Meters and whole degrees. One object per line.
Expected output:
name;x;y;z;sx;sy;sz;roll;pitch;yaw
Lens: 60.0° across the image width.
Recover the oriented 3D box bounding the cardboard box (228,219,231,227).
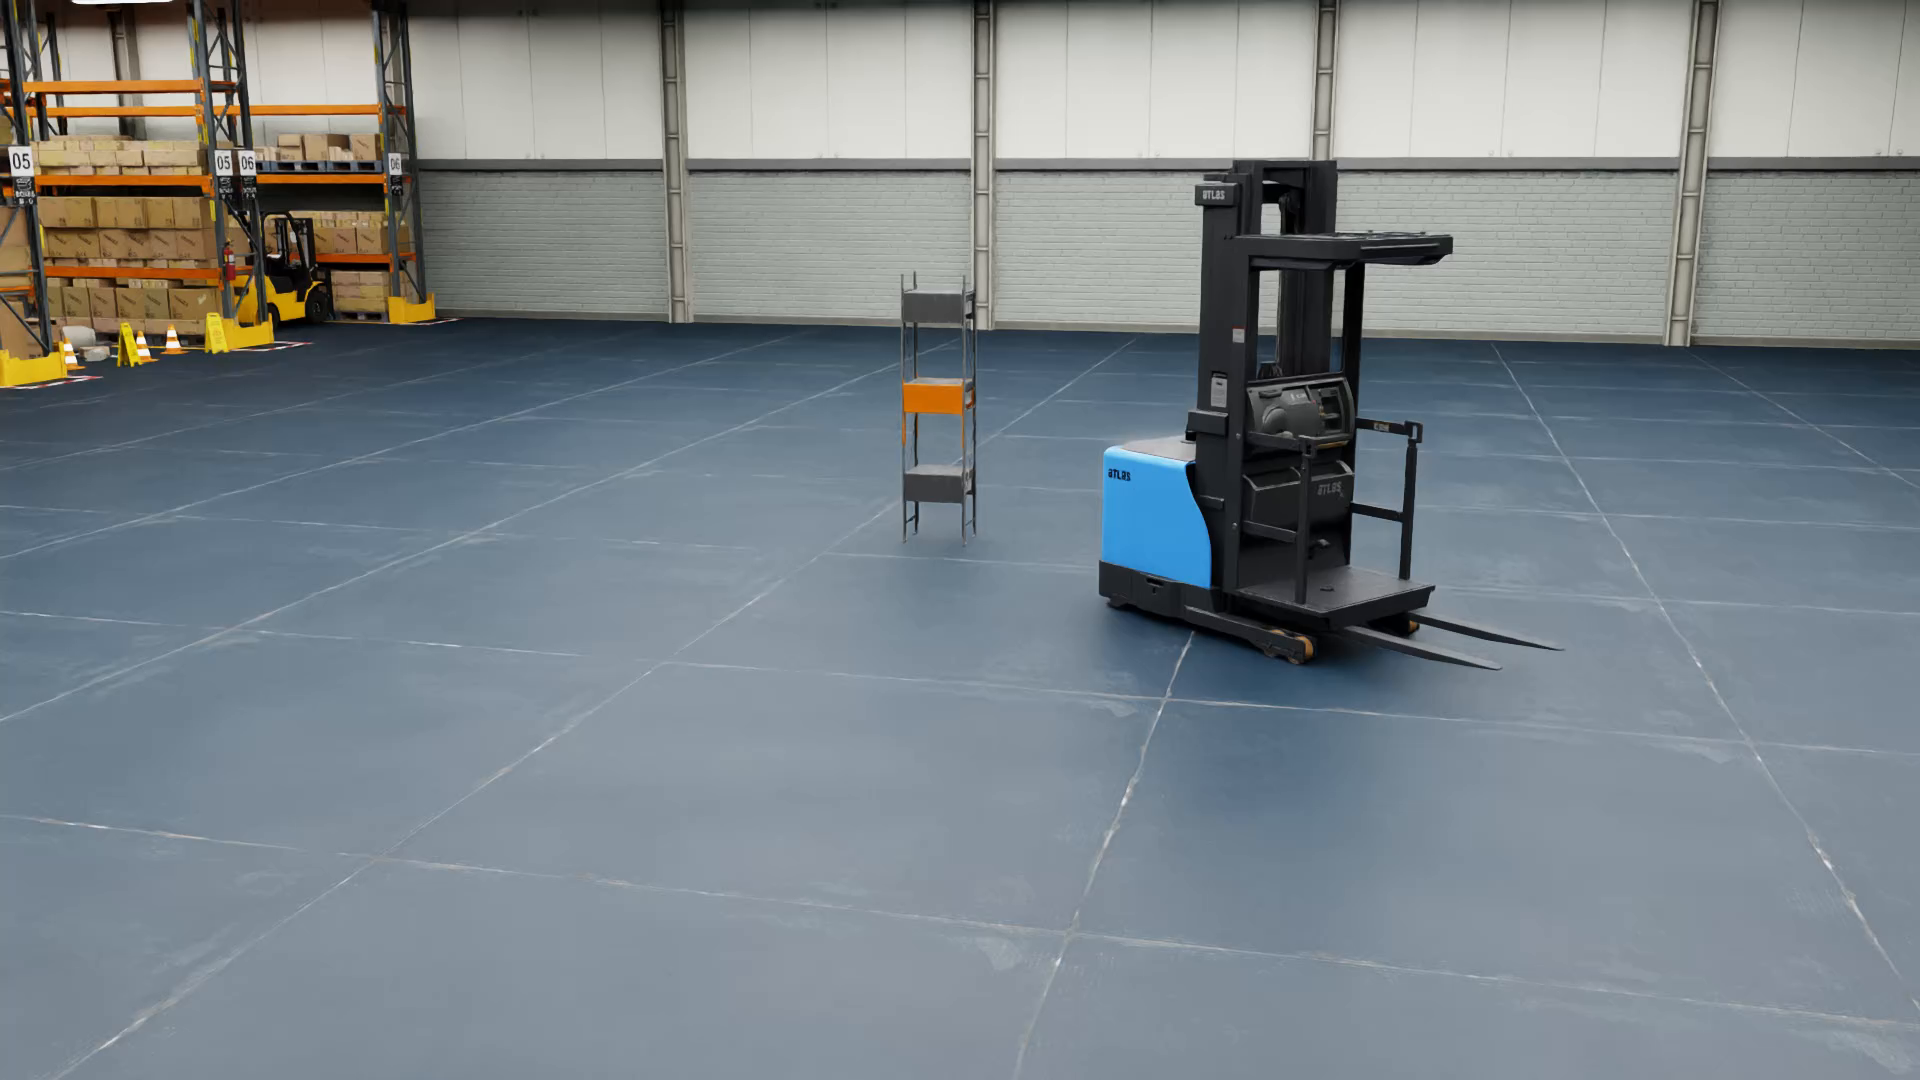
cardboard box;-14.403;-6.274;32.857;0.250;0.149;0.380;3;13;13

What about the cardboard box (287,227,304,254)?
cardboard box;-12.796;-5.871;32.538;0.500;0.500;0.500;3;13;14

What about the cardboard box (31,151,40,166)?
cardboard box;-15.473;-6.392;27.853;0.500;0.250;0.500;3;13;12

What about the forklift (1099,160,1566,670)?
forklift;2.243;-0.813;10.130;1.130;2.935;3.031;-10;16;-37

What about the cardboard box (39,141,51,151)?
cardboard box;-15.093;-6.559;27.686;0.250;0.149;0.380;3;13;12

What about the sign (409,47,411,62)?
sign;-10.627;-9.351;32.083;0.005;0.325;0.100;3;13;14

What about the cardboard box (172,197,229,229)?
cardboard box;-12.499;-5.391;27.382;0.500;0.500;0.700;3;13;12

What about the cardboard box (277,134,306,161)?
cardboard box;-12.783;-7.625;32.314;0.637;0.503;0.797;3;13;15

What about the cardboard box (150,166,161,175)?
cardboard box;-13.094;-6.084;27.385;0.250;0.149;0.380;3;13;14

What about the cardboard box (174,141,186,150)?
cardboard box;-12.591;-6.436;27.132;0.250;0.149;0.380;3;13;15

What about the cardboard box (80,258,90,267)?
cardboard box;-14.585;-4.693;28.039;0.250;0.149;0.380;3;13;13

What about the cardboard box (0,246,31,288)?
cardboard box;-13.410;-3.765;22.933;0.550;0.550;0.875;3;13;14

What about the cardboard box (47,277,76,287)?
cardboard box;-15.220;-4.375;28.177;0.250;0.149;0.380;3;13;14

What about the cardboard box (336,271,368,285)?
cardboard box;-11.785;-5.107;32.396;0.500;0.250;0.500;3;13;15

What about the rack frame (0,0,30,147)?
rack frame;-13.039;-6.611;22.255;0.127;3.000;1.000;3;13;14

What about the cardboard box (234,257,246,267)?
cardboard box;-12.231;-4.667;27.923;0.250;0.149;0.380;3;13;14

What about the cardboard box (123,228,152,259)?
cardboard box;-13.514;-4.946;27.685;0.500;0.500;0.500;3;13;13

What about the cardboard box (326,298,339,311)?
cardboard box;-12.262;-4.649;32.640;0.500;0.250;0.500;3;13;14

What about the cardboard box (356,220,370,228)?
cardboard box;-11.425;-6.104;32.092;0.250;0.149;0.380;3;13;14

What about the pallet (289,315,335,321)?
pallet;-12.699;-4.506;33.055;1.213;0.211;1.003;3;13;14

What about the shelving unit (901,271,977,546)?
shelving unit;-0.161;-1.034;13.045;0.503;2.100;0.431;3;13;14

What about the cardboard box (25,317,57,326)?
cardboard box;-15.120;-3.375;27.286;0.500;0.500;0.500;-9;15;-35

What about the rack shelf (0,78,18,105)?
rack shelf;-14.981;-6.168;22.844;4.000;0.370;1.077;3;13;14

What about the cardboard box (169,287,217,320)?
cardboard box;-12.792;-3.944;27.732;0.500;0.500;0.500;3;13;14

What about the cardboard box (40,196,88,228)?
cardboard box;-14.969;-5.519;27.956;0.500;0.500;0.700;3;13;14

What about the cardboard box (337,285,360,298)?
cardboard box;-11.797;-4.867;32.469;0.500;0.250;0.500;3;13;13

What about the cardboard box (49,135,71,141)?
cardboard box;-17.888;-7.866;33.405;0.500;0.500;0.500;3;13;14

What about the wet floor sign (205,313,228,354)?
wet floor sign;-12.023;-3.344;26.817;0.232;0.644;0.267;8;15;33

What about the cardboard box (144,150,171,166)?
cardboard box;-12.998;-6.264;27.276;0.500;0.250;0.500;3;13;13

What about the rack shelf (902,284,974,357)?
rack shelf;-0.161;-1.704;12.896;0.480;0.518;0.431;3;13;14

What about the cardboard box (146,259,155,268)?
cardboard box;-13.354;-4.638;27.791;0.250;0.149;0.380;3;13;14

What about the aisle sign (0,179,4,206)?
aisle sign;-13.042;-4.885;22.323;0.004;0.787;0.394;3;13;14

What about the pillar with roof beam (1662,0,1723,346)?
pillar with roof beam;11.044;-6.776;22.999;0.400;9.000;9.100;3;13;14

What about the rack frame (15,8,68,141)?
rack frame;-18.533;-9.116;33.548;0.127;3.000;1.000;3;13;14

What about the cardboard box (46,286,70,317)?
cardboard box;-15.327;-4.077;28.333;0.500;0.500;0.500;4;13;16

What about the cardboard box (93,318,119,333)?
cardboard box;-14.290;-3.659;28.179;0.500;0.250;0.500;3;13;13

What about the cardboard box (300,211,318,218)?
cardboard box;-12.654;-6.336;32.450;0.250;0.149;0.380;3;13;14

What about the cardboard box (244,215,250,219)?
cardboard box;-13.885;-6.406;32.766;0.250;0.149;0.380;3;13;12

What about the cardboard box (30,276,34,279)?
cardboard box;-19.073;-5.461;34.228;0.250;0.149;0.380;2;13;11

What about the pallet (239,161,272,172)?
pallet;-13.815;-7.362;32.771;1.213;0.211;1.003;3;13;14

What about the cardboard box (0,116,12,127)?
cardboard box;-13.287;-5.751;22.844;0.250;0.149;0.380;3;13;14

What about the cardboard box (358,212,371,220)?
cardboard box;-11.411;-6.264;32.125;0.250;0.149;0.380;3;13;14

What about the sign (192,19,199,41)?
sign;-12.104;-8.075;26.331;0.005;0.325;0.100;3;13;14

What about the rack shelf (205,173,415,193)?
rack shelf;-12.707;-6.989;32.547;4.000;0.370;1.077;3;13;14

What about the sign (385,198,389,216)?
sign;-10.909;-6.340;31.664;0.005;0.325;0.100;3;13;14

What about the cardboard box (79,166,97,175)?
cardboard box;-14.360;-6.125;27.568;0.250;0.149;0.380;3;13;12

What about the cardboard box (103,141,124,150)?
cardboard box;-13.847;-6.487;27.363;0.250;0.149;0.380;3;13;15

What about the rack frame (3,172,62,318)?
rack frame;-15.835;-4.936;28.556;0.127;3.000;1.000;3;13;14

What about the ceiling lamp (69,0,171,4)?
ceiling lamp;-15.041;-11.289;29.864;2.000;3.185;0.800;3;13;14

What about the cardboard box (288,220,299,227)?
cardboard box;-12.906;-6.189;32.476;0.250;0.149;0.380;3;13;12

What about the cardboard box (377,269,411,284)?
cardboard box;-11.187;-5.188;32.762;0.500;0.250;0.500;3;13;13

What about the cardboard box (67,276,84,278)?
cardboard box;-17.930;-5.198;34.250;0.625;0.625;0.875;3;13;15

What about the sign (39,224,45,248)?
sign;-12.900;-4.260;23.327;0.005;0.325;0.100;3;13;14

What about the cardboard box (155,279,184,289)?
cardboard box;-13.164;-4.265;27.684;0.250;0.149;0.380;3;13;15
